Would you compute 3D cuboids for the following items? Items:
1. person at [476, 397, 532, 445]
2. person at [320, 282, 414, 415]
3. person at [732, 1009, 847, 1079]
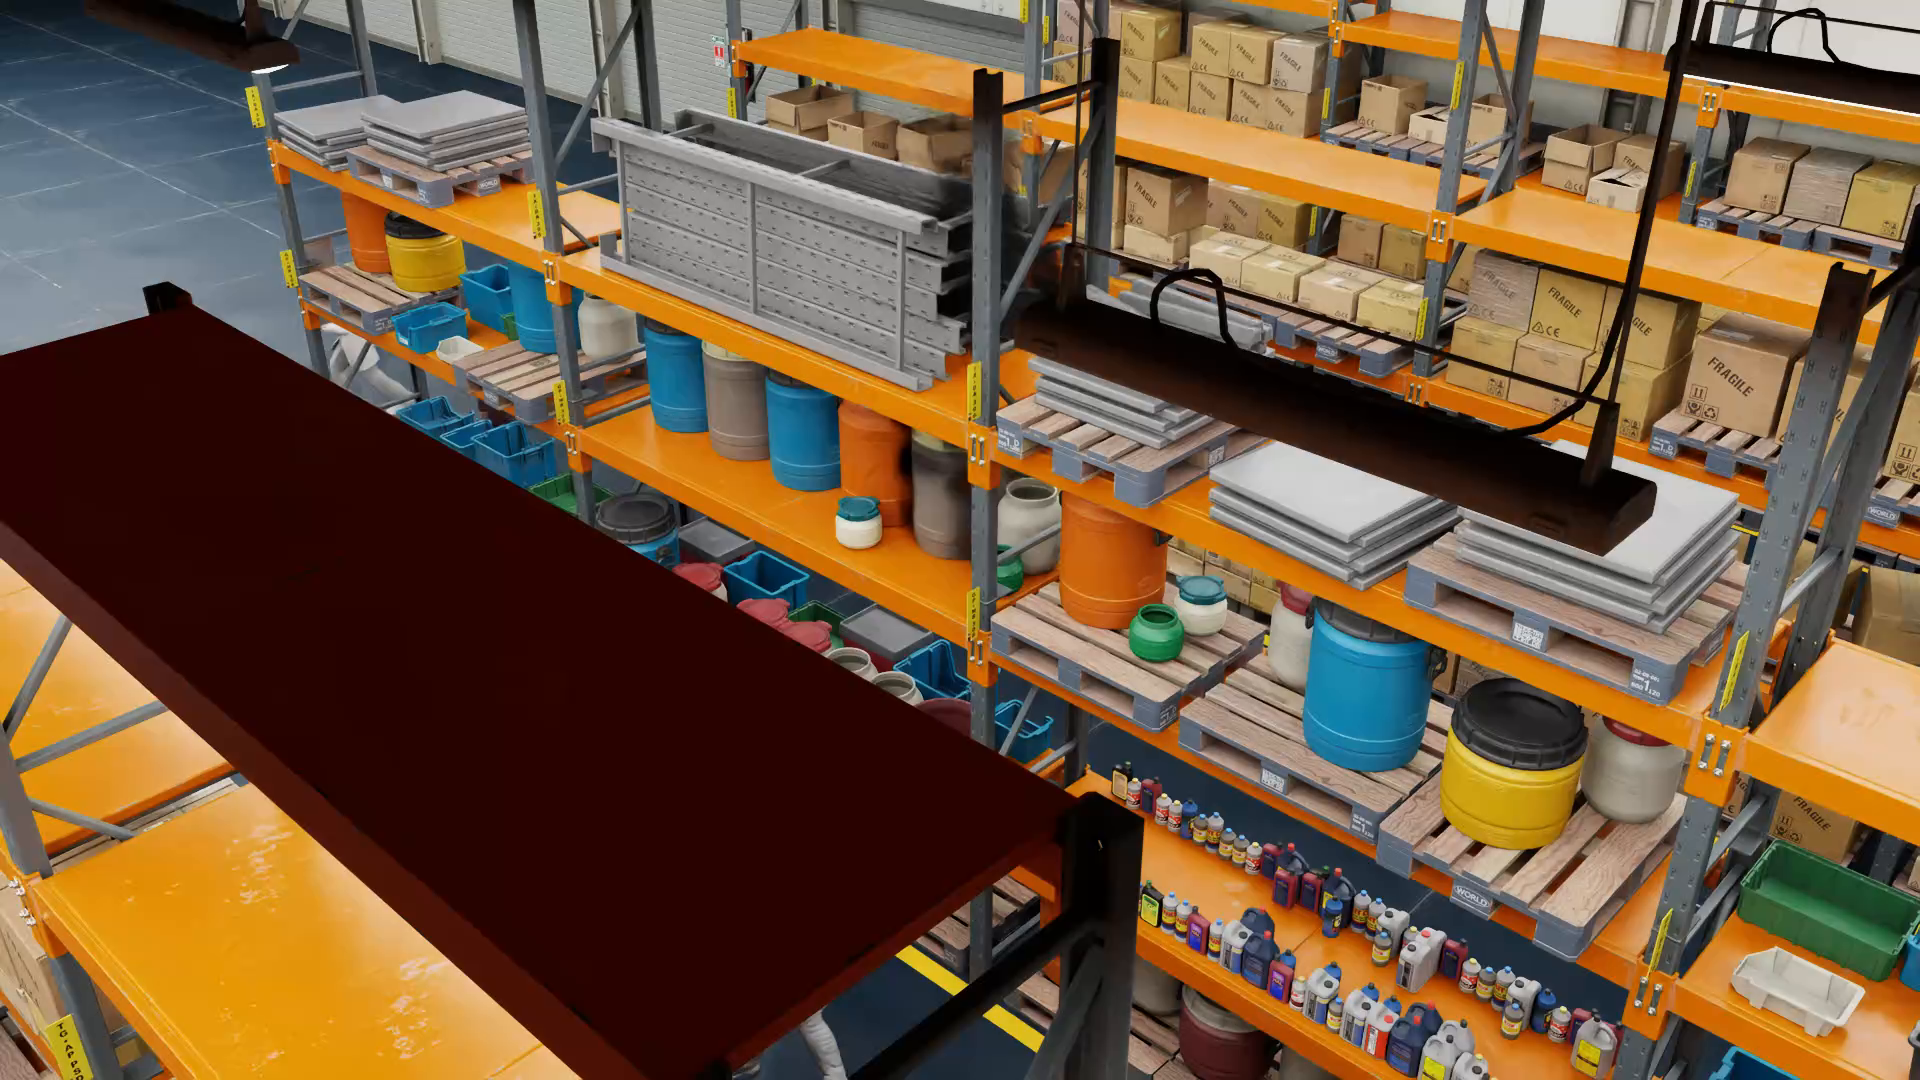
[{"bbox_3d":[-4.663,-1.272,16.791,0.849,1.755,0.756,14,32,23],"label":"person"},{"bbox_3d":[-6.567,-2.113,18.222,0.939,1.818,0.741,-10,31,-18],"label":"person"},{"bbox_3d":[-1.032,2.547,9.465,0.870,1.728,0.628,15,32,24],"label":"person"}]
